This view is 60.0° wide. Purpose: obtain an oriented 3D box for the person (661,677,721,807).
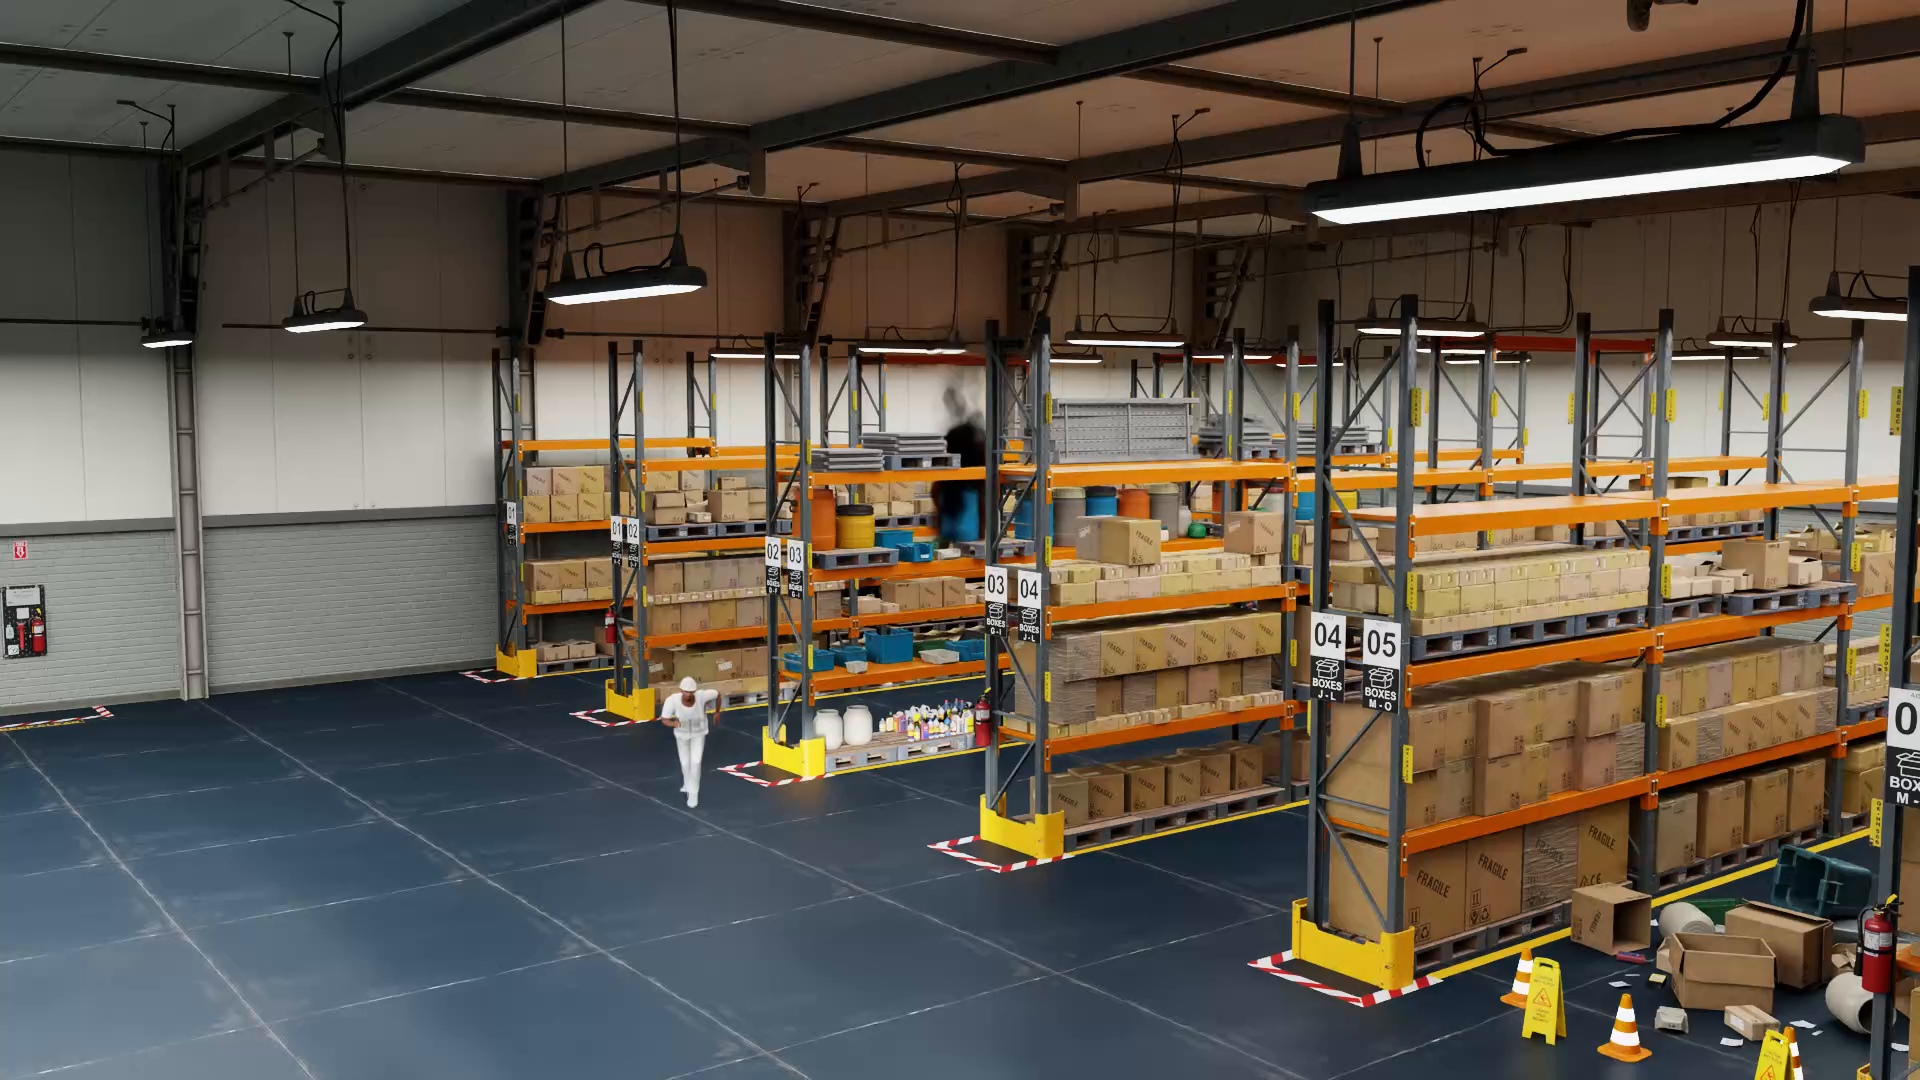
[{"bbox_3d":[-3.391,2.518,21.033,0.743,1.698,0.999,-1,5,-7],"label":"person"}]
